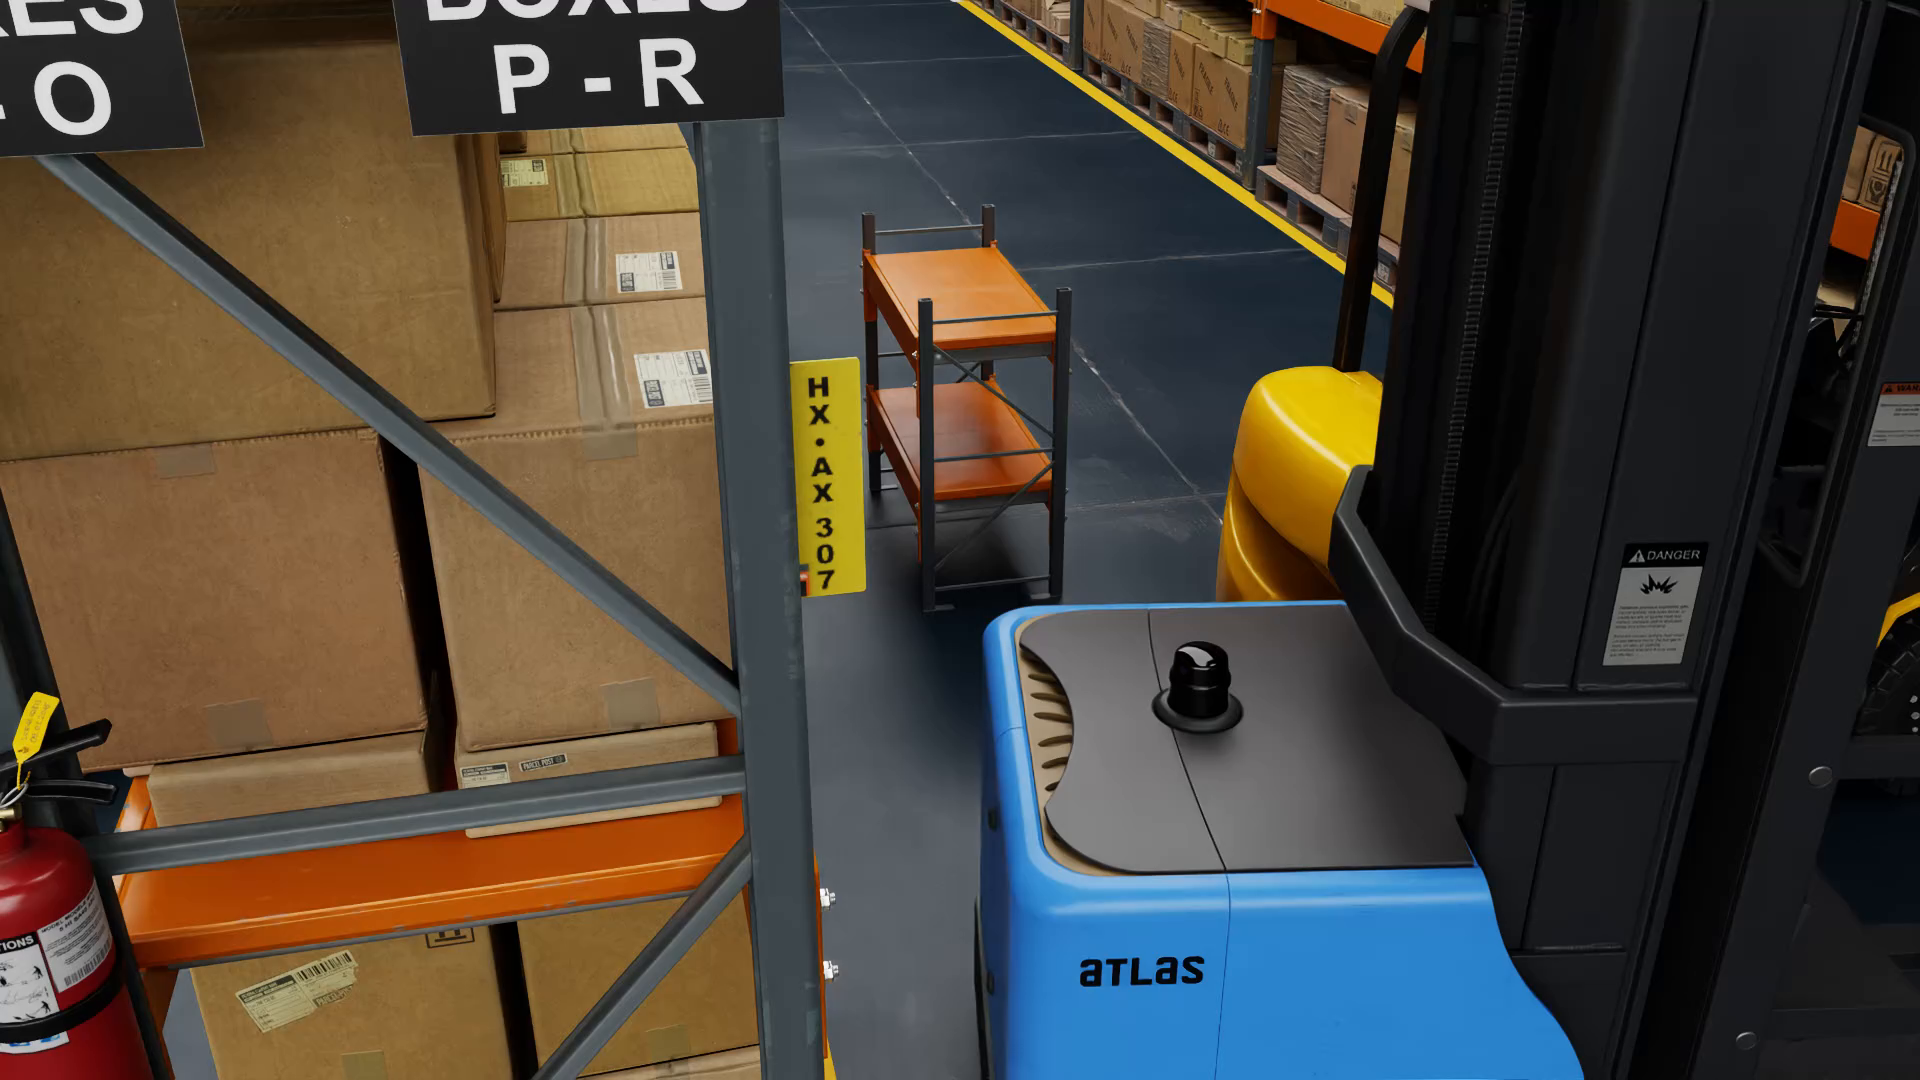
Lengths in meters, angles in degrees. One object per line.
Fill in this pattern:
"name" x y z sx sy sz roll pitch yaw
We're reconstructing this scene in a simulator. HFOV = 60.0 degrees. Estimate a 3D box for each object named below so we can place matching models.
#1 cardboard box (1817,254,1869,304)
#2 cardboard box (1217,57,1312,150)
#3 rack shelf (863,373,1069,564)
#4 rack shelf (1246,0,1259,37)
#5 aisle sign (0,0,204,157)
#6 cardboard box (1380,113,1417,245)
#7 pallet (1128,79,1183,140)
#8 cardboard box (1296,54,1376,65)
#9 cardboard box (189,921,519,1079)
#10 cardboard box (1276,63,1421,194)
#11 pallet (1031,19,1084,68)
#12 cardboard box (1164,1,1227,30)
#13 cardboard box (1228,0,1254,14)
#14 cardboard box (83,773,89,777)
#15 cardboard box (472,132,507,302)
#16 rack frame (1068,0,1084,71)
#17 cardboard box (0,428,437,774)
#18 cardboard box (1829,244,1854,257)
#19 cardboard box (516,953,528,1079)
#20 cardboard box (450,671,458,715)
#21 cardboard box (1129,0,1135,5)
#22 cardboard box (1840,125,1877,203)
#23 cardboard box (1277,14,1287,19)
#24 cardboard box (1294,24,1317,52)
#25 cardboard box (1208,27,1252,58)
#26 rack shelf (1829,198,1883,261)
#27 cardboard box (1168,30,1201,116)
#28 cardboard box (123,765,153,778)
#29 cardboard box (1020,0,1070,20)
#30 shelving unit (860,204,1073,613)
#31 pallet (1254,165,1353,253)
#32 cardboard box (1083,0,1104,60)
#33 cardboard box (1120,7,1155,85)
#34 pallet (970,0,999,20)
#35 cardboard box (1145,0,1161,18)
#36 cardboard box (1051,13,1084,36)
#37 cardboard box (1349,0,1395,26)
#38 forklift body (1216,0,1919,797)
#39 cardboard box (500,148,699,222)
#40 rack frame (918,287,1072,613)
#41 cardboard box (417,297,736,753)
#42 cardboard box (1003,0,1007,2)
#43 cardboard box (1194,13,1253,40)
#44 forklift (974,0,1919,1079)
"cardboard box" 3.141 -0.831 6.043 0.500 0.250 0.500 -6 27 -12
"cardboard box" 2.026 -2.886 10.946 0.500 0.500 0.500 -5 27 -10
"rack shelf" -0.002 -0.287 6.113 0.538 0.278 1.000 -6 27 -12
"rack shelf" 1.880 -4.207 12.055 1.077 0.370 4.000 -6 27 -12
"aisle sign" -0.970 -0.737 1.495 0.394 0.787 0.004 -6 27 -12
"cardboard box" 2.765 -1.921 8.896 0.875 0.625 0.625 -7 28 -14
"pallet" 1.928 -3.272 12.498 1.003 0.211 1.213 -6 27 -12
"cardboard box" 2.509 -2.935 11.045 0.500 0.500 0.500 -5 27 -10
"cardboard box" -1.136 0.747 3.194 0.500 0.500 0.500 -6 27 -11
"cardboard box" 2.458 -2.502 10.048 0.875 0.625 0.625 -5 27 -10
"pallet" 1.276 -4.463 14.858 1.003 0.211 1.213 -6 27 -12
"cardboard box" 1.701 -3.788 12.013 0.380 0.149 0.250 -7 28 -14
"cardboard box" 2.174 -3.834 12.106 0.380 0.149 0.250 -6 27 -11
"cardboard box" -2.687 0.335 5.029 0.500 0.500 0.500 13 30 24
"cardboard box" -1.136 -0.681 2.720 0.700 0.500 0.500 -6 27 -11
"rack frame" 1.429 -5.406 13.632 1.000 3.000 0.127 -6 27 -12
"cardboard box" -1.092 -0.020 2.520 0.500 0.500 0.500 -6 27 -13
"cardboard box" 3.532 -1.104 6.585 0.500 0.250 0.500 -5 27 -11
"cardboard box" -1.151 1.069 3.388 0.500 0.250 0.500 -6 27 -12
"cardboard box" -0.647 0.200 2.804 0.380 0.149 0.250 -6 27 -11
"cardboard box" 1.533 -4.239 12.907 0.380 0.149 0.250 -6 27 -12
"cardboard box" 3.212 -1.491 5.763 0.500 0.500 0.500 -5 27 -11
"cardboard box" 2.378 -3.621 11.684 0.380 0.149 0.250 -7 28 -14
"cardboard box" 2.483 -3.391 11.228 0.380 0.149 0.250 -5 27 -10
"cardboard box" 1.881 -3.319 11.085 0.380 0.149 0.250 -7 28 -14
"rack shelf" 3.683 -0.695 5.097 1.077 0.370 4.000 -6 27 -12
"cardboard box" 1.803 -3.336 11.838 0.500 0.500 0.500 -5 27 -9
"cardboard box" -1.159 0.237 2.730 0.380 0.149 0.250 -6 27 -12
"cardboard box" 0.962 -5.121 15.375 0.700 0.500 0.500 -7 28 -14
"shelving unit" -0.002 -0.505 6.002 0.538 1.125 1.048 -6 27 -12
"pallet" 2.478 -2.040 10.058 1.003 0.211 1.213 -6 27 -12
"cardboard box" 1.319 -4.243 13.635 0.500 0.500 0.500 -5 27 -9
"cardboard box" 1.557 -3.790 12.739 0.500 0.500 0.500 -7 28 -13
"pallet" 0.726 -5.534 16.980 1.003 0.211 1.213 -6 27 -12
"cardboard box" 1.606 -4.016 12.466 0.380 0.149 0.250 -5 27 -10
"cardboard box" 1.018 -4.536 14.605 0.380 0.149 0.250 -7 28 -13
"cardboard box" 2.424 -2.917 8.867 0.500 0.250 0.500 -7 28 -13
"forklift body" 1.929 -0.407 4.669 2.313 2.155 1.214 -6 27 -12
"cardboard box" -0.774 -0.497 3.464 0.500 0.500 0.500 -6 27 -13
"rack frame" 0.113 -0.282 5.560 0.500 1.125 0.032 -6 27 -12
"cardboard box" -0.538 -0.046 2.571 0.500 0.500 0.500 -6 27 -12
"cardboard box" 0.728 -5.577 16.278 0.700 0.500 0.500 -5 27 -9
"cardboard box" 1.850 -3.560 11.562 0.380 0.149 0.250 -5 27 -10
"forklift" 1.566 -0.022 3.040 3.031 2.935 1.130 -1 27 -2
